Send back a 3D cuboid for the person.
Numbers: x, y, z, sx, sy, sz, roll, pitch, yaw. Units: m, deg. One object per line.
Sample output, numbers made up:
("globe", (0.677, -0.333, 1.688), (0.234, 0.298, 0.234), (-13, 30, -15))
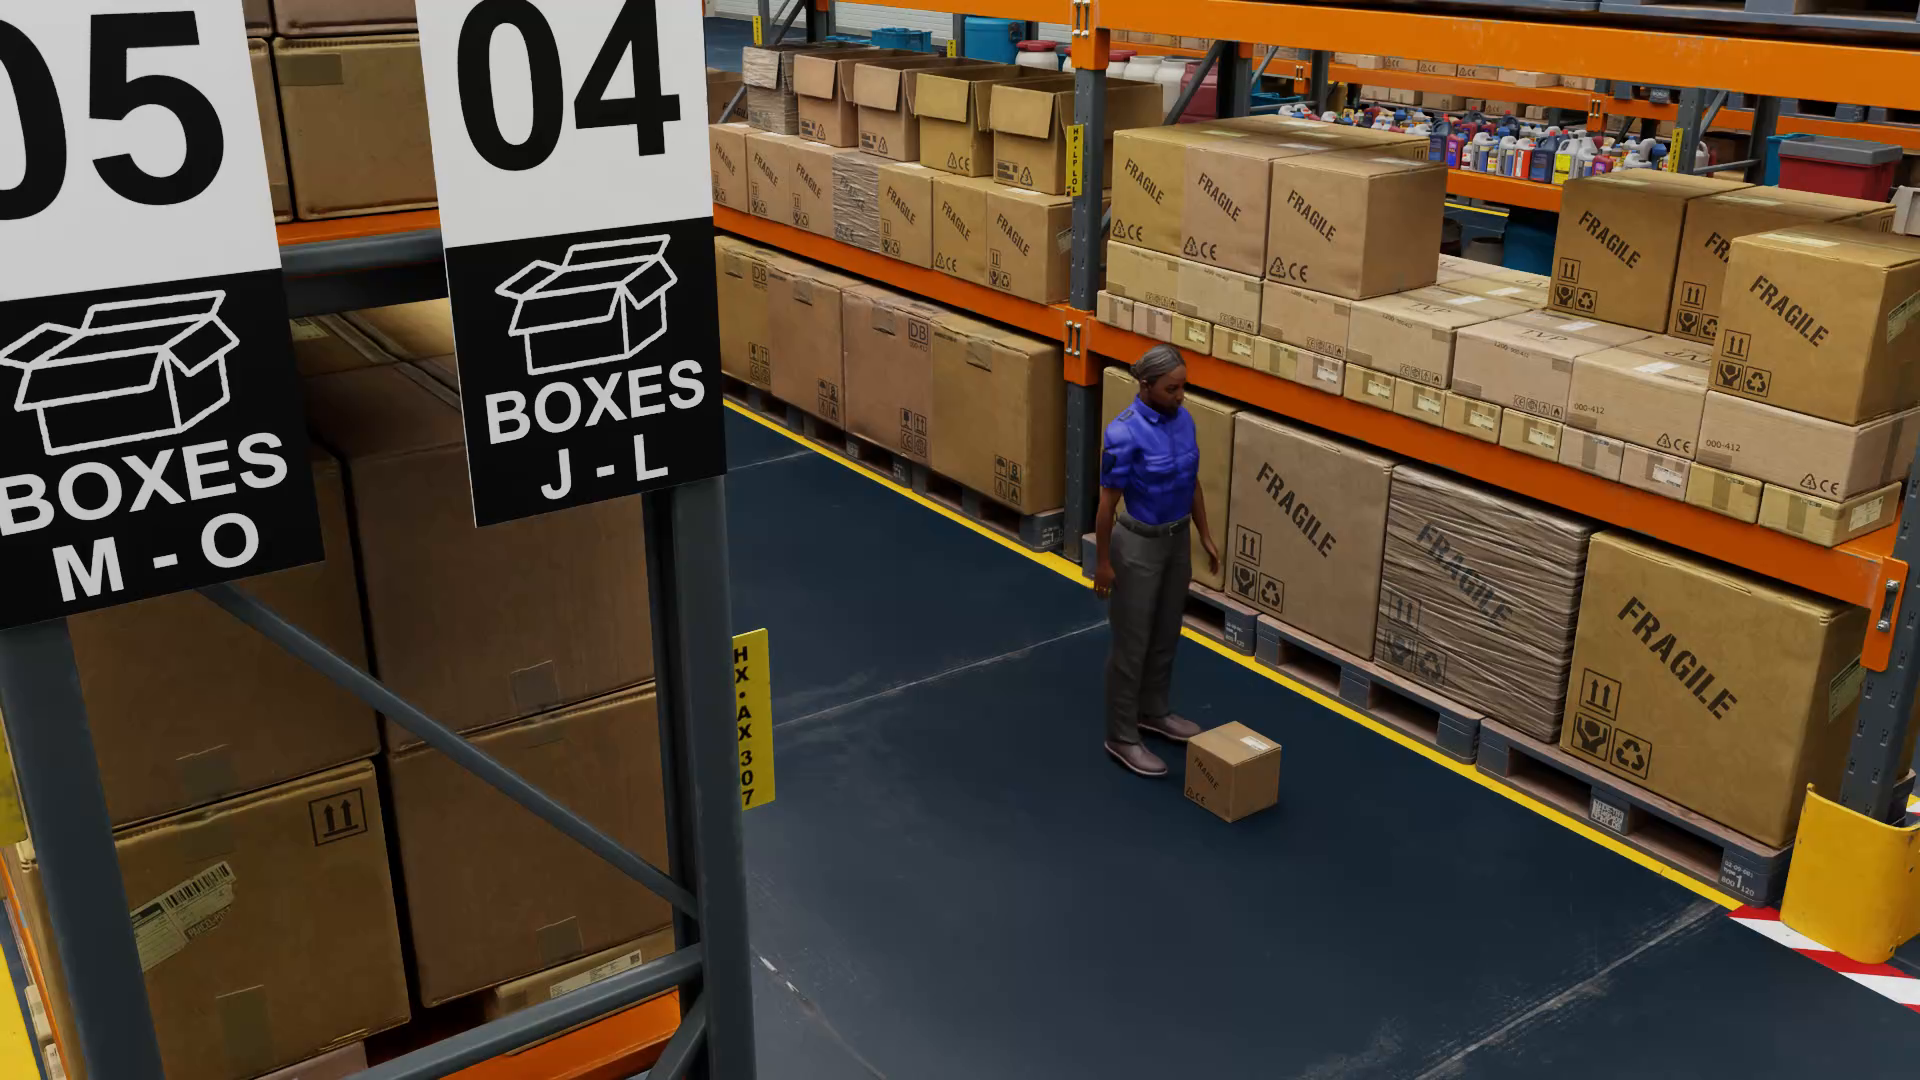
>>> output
("person", (0.782, 0.058, 6.401), (0.542, 1.674, 0.370), (-20, 29, -41))
